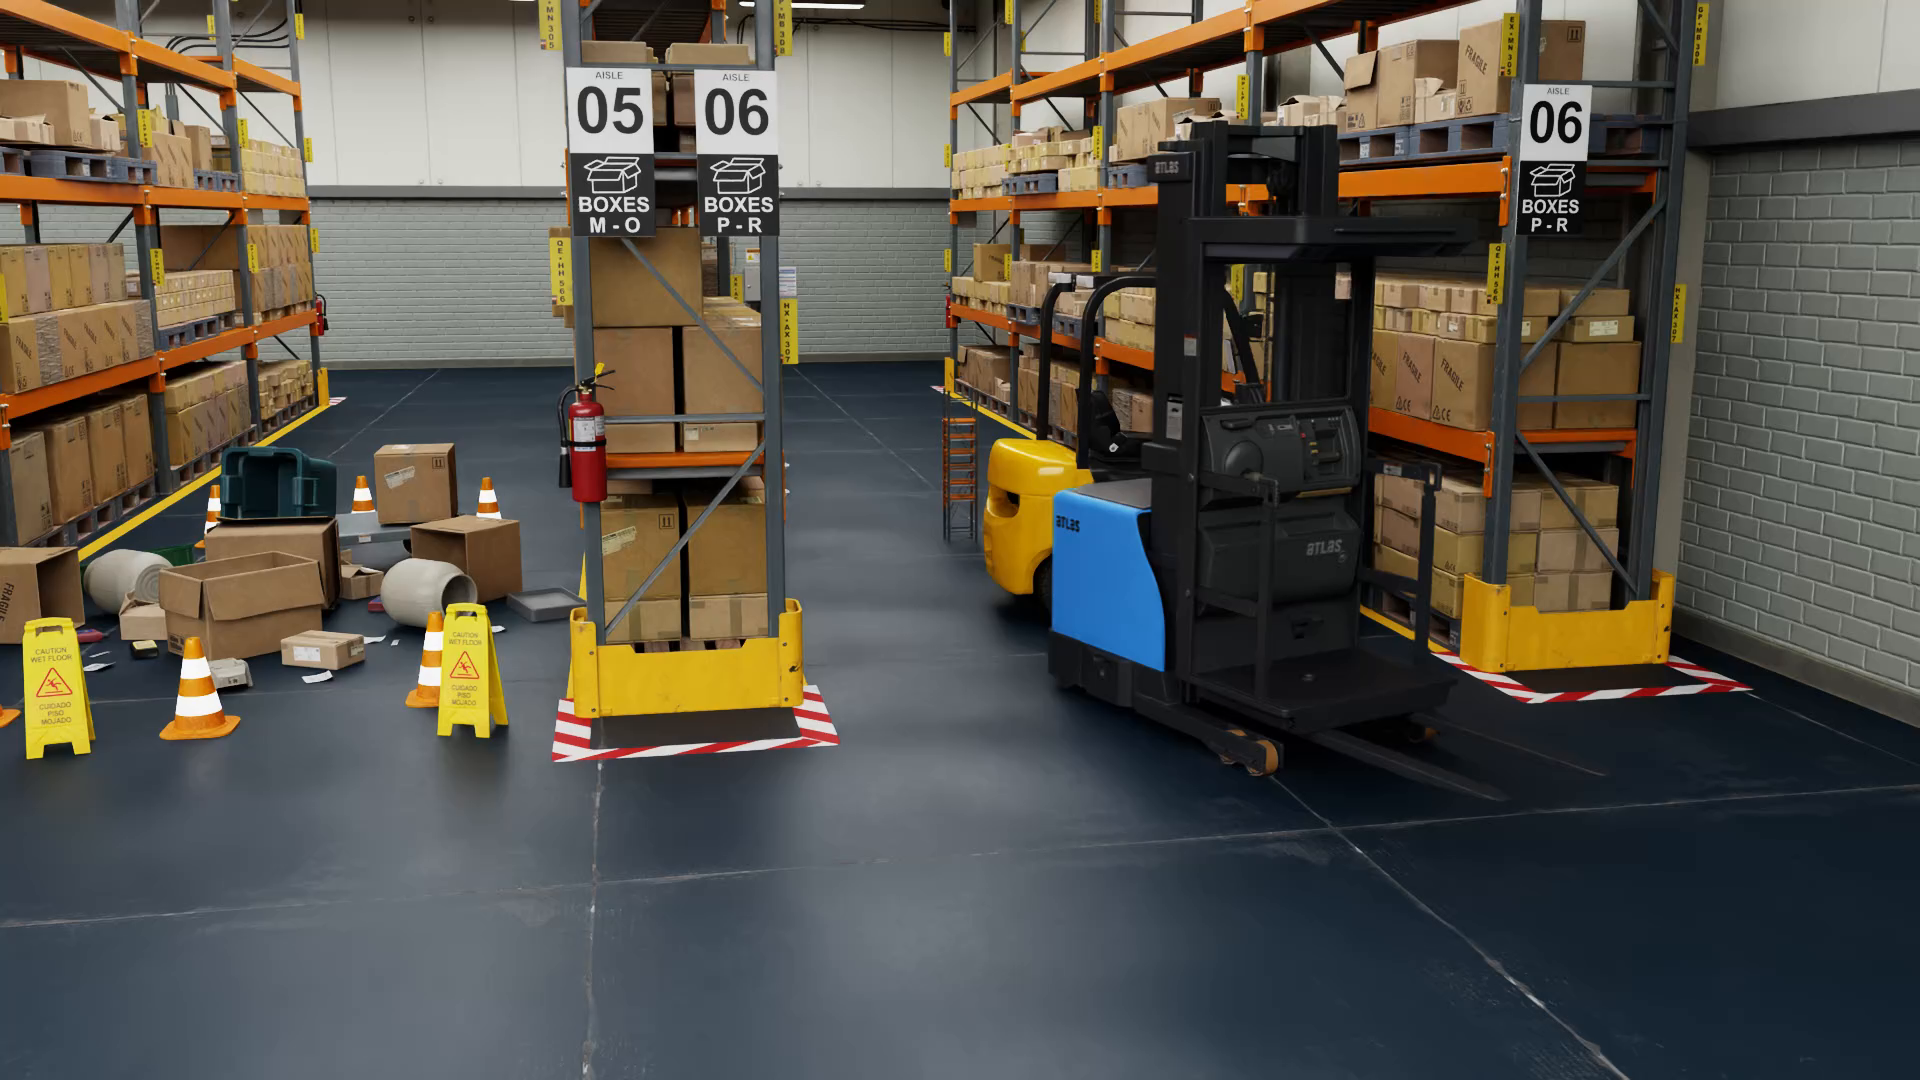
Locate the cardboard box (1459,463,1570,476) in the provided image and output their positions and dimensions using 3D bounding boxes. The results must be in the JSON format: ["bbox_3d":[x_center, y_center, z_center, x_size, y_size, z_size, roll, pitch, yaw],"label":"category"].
[{"bbox_3d":[3.459,-0.320,10.411,0.500,0.250,0.500,-2,11,-11],"label":"cardboard box"}]

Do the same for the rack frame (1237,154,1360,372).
[{"bbox_3d":[2.689,-1.520,13.161,1.000,3.000,0.127,-2,11,-11],"label":"rack frame"}]

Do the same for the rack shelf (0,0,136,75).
[{"bbox_3d":[-7.404,-3.905,12.637,1.077,0.370,4.000,-2,11,-11],"label":"rack shelf"}]

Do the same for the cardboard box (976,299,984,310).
[{"bbox_3d":[0.423,-3.242,22.878,0.380,0.149,0.250,-2,11,-10],"label":"cardboard box"}]

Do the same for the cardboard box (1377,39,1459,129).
[{"bbox_3d":[3.041,-2.829,10.355,0.700,0.500,0.500,-2,11,-11],"label":"cardboard box"}]

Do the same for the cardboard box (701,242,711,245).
[{"bbox_3d":[-2.362,-2.503,14.404,0.380,0.149,0.250,-3,11,-14],"label":"cardboard box"}]

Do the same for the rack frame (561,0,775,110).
[{"bbox_3d":[-1.401,-3.553,7.794,1.000,3.000,0.127,-2,11,-11],"label":"rack frame"}]

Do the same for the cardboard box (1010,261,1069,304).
[{"bbox_3d":[1.008,-3.146,20.313,0.700,0.500,0.500,-2,11,-10],"label":"cardboard box"}]

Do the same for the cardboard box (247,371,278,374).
[{"bbox_3d":[-8.704,-2.017,20.684,0.380,0.149,0.250,-3,11,-13],"label":"cardboard box"}]

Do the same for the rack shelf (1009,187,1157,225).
[{"bbox_3d":[1.523,-3.741,18.730,1.077,0.370,4.000,-2,11,-11],"label":"rack shelf"}]

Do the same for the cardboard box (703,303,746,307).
[{"bbox_3d":[-1.636,-1.273,10.798,0.500,0.500,0.500,-2,11,-9],"label":"cardboard box"}]

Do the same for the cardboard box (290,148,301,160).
[{"bbox_3d":[-8.996,-5.132,22.115,0.380,0.149,0.250,-2,11,-12],"label":"cardboard box"}]

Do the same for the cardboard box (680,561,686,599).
[{"bbox_3d":[-1.497,0.188,10.420,0.500,0.250,0.500,-1,11,-7],"label":"cardboard box"}]

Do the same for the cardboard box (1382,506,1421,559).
[{"bbox_3d":[2.979,-0.058,10.373,0.500,0.250,0.500,-2,11,-12],"label":"cardboard box"}]

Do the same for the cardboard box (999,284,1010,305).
[{"bbox_3d":[0.795,-3.144,21.301,0.500,0.250,0.500,-2,11,-10],"label":"cardboard box"}]

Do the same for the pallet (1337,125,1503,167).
[{"bbox_3d":[3.115,-2.572,10.899,1.003,0.211,1.213,-2,11,-11],"label":"pallet"}]

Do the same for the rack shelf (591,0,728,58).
[{"bbox_3d":[-2.568,-4.103,13.680,1.077,0.370,4.000,-2,11,-11],"label":"rack shelf"}]

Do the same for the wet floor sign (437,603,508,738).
[{"bbox_3d":[-2.413,0.625,8.188,0.267,0.644,0.232,2,11,9],"label":"wet floor sign"}]

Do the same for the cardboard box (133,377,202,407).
[{"bbox_3d":[-7.788,-1.449,16.344,0.500,0.250,0.500,-2,11,-12],"label":"cardboard box"}]

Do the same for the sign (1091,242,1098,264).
[{"bbox_3d":[1.677,-3.577,20.872,0.100,0.325,0.005,-2,11,-11],"label":"sign"}]

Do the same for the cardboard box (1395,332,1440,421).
[{"bbox_3d":[3.022,-1.012,10.223,0.500,0.500,0.500,-2,11,-9],"label":"cardboard box"}]

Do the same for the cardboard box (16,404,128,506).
[{"bbox_3d":[-7.589,-0.700,13.746,1.050,0.750,0.750,-2,11,-10],"label":"cardboard box"}]

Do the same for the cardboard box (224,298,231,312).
[{"bbox_3d":[-8.248,-2.577,18.264,0.380,0.149,0.250,-2,11,-11],"label":"cardboard box"}]

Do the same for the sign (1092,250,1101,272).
[{"bbox_3d":[1.381,-2.762,16.802,0.100,0.325,0.005,-2,11,-11],"label":"sign"}]

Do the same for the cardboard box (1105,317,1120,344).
[{"bbox_3d":[1.758,-2.090,16.556,0.500,0.250,0.500,-2,11,-11],"label":"cardboard box"}]

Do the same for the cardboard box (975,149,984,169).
[{"bbox_3d":[0.496,-5.143,22.444,0.500,0.250,0.500,-2,11,-9],"label":"cardboard box"}]

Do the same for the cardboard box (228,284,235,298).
[{"bbox_3d":[-8.299,-2.771,18.486,0.380,0.149,0.250,-2,11,-9],"label":"cardboard box"}]

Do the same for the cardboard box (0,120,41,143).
[{"bbox_3d":[-7.032,-3.013,12.261,0.380,0.149,0.250,-2,11,-11],"label":"cardboard box"}]

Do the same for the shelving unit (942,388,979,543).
[{"bbox_3d":[0.003,-0.587,13.070,0.258,1.200,0.189,-2,11,-11],"label":"shelving unit"}]

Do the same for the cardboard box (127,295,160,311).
[{"bbox_3d":[-7.690,-2.199,15.481,0.380,0.149,0.250,-2,11,-8],"label":"cardboard box"}]

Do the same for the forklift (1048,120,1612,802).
[{"bbox_3d":[1.658,-0.464,7.794,1.130,2.935,3.031,-6,12,-30],"label":"forklift"}]

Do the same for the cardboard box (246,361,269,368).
[{"bbox_3d":[-9.408,-2.285,22.089,0.380,0.149,0.250,-2,11,-10],"label":"cardboard box"}]

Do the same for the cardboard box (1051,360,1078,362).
[{"bbox_3d":[1.200,-2.065,19.849,0.380,0.149,0.250,-2,11,-12],"label":"cardboard box"}]

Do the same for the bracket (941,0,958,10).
[{"bbox_3d":[-0.175,-9.462,29.213,0.235,0.232,0.430,-2,11,-11],"label":"bracket"}]

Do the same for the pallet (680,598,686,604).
[{"bbox_3d":[-1.773,0.377,10.652,1.003,0.211,1.213,-2,11,-11],"label":"pallet"}]

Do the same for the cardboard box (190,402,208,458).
[{"bbox_3d":[-7.781,-1.084,16.429,0.500,0.500,0.500,-2,11,-10],"label":"cardboard box"}]

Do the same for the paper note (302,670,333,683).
[{"bbox_3d":[-3.537,0.752,9.163,0.148,0.019,0.142,-6,13,-31],"label":"paper note"}]

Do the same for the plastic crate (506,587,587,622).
[{"bbox_3d":[-2.678,0.413,10.813,0.402,0.080,0.583,-6,13,-31],"label":"plastic crate"}]

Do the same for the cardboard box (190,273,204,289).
[{"bbox_3d":[-8.048,-2.677,17.198,0.380,0.149,0.250,-3,11,-14],"label":"cardboard box"}]

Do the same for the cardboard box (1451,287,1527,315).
[{"bbox_3d":[3.113,-1.403,9.746,0.380,0.149,0.250,-2,11,-11],"label":"cardboard box"}]

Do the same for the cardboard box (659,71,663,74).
[{"bbox_3d":[-1.901,-2.636,9.540,0.380,0.149,0.250,-2,11,-13],"label":"cardboard box"}]

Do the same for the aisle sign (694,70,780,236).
[{"bbox_3d":[-1.085,-1.882,8.112,0.394,0.787,0.004,-2,11,-11],"label":"aisle sign"}]

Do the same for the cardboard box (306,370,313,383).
[{"bbox_3d":[-8.966,-2.207,22.475,0.380,0.149,0.250,-2,11,-13],"label":"cardboard box"}]

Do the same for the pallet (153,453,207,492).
[{"bbox_3d":[-7.943,-0.648,16.035,1.003,0.211,1.213,-2,11,-11],"label":"pallet"}]

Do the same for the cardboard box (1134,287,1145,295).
[{"bbox_3d":[1.876,-2.410,15.833,0.380,0.149,0.250,-2,11,-10],"label":"cardboard box"}]

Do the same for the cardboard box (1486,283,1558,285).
[{"bbox_3d":[3.495,-1.513,10.325,0.380,0.149,0.250,-2,11,-11],"label":"cardboard box"}]

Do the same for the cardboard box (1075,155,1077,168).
[{"bbox_3d":[1.458,-4.095,18.000,0.380,0.149,0.250,-2,11,-11],"label":"cardboard box"}]

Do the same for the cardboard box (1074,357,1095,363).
[{"bbox_3d":[1.600,-2.135,20.219,0.380,0.149,0.250,-2,11,-10],"label":"cardboard box"}]

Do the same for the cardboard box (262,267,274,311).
[{"bbox_3d":[-8.523,-2.994,19.839,0.500,0.500,0.500,-2,11,-11],"label":"cardboard box"}]

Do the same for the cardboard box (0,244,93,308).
[{"bbox_3d":[-7.513,-2.145,13.502,0.700,0.500,0.500,-2,11,-12],"label":"cardboard box"}]

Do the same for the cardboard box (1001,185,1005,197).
[{"bbox_3d":[0.729,-4.438,21.140,0.380,0.149,0.250,-2,11,-11],"label":"cardboard box"}]

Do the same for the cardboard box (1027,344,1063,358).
[{"bbox_3d":[1.040,-2.309,20.339,0.380,0.149,0.250,-3,11,-14],"label":"cardboard box"}]

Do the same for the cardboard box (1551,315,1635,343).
[{"bbox_3d":[3.656,-1.226,9.613,0.380,0.149,0.250,-2,11,-12],"label":"cardboard box"}]

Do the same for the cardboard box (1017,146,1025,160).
[{"bbox_3d":[0.891,-4.574,19.669,0.380,0.149,0.250,-2,11,-12],"label":"cardboard box"}]

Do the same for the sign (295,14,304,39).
[{"bbox_3d":[-8.800,-6.842,22.153,0.100,0.325,0.005,-2,11,-11],"label":"sign"}]

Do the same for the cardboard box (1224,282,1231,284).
[{"bbox_3d":[2.581,-2.242,14.949,0.380,0.149,0.250,-2,11,-11],"label":"cardboard box"}]

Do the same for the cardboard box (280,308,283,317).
[{"bbox_3d":[-8.776,-2.881,20.982,0.380,0.149,0.250,-2,11,-10],"label":"cardboard box"}]

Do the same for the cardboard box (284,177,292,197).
[{"bbox_3d":[-8.811,-4.483,21.105,0.500,0.250,0.500,-2,11,-9],"label":"cardboard box"}]
